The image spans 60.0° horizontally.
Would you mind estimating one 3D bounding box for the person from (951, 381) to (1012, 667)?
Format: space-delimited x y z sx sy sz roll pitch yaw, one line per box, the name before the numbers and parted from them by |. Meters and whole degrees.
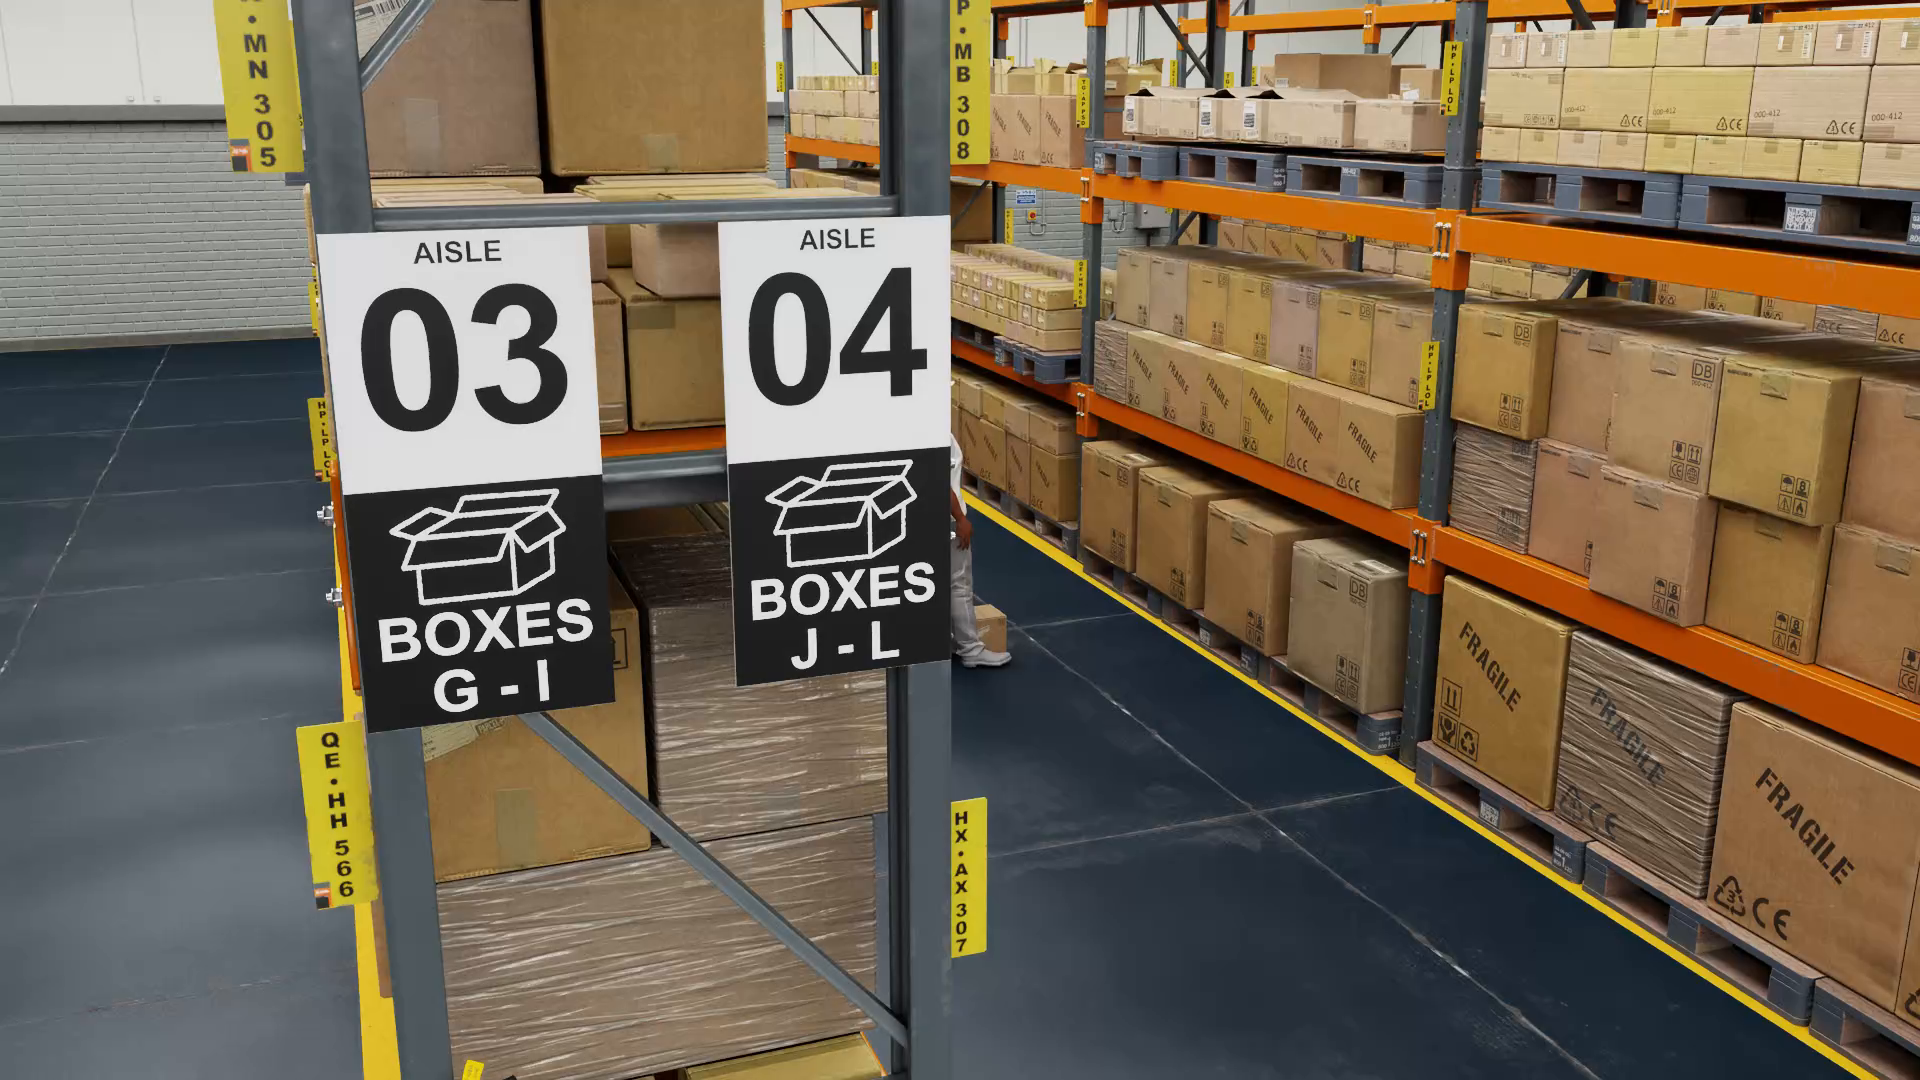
person | -0.052 -0.147 9.976 0.574 1.768 0.665 -6 17 -20
